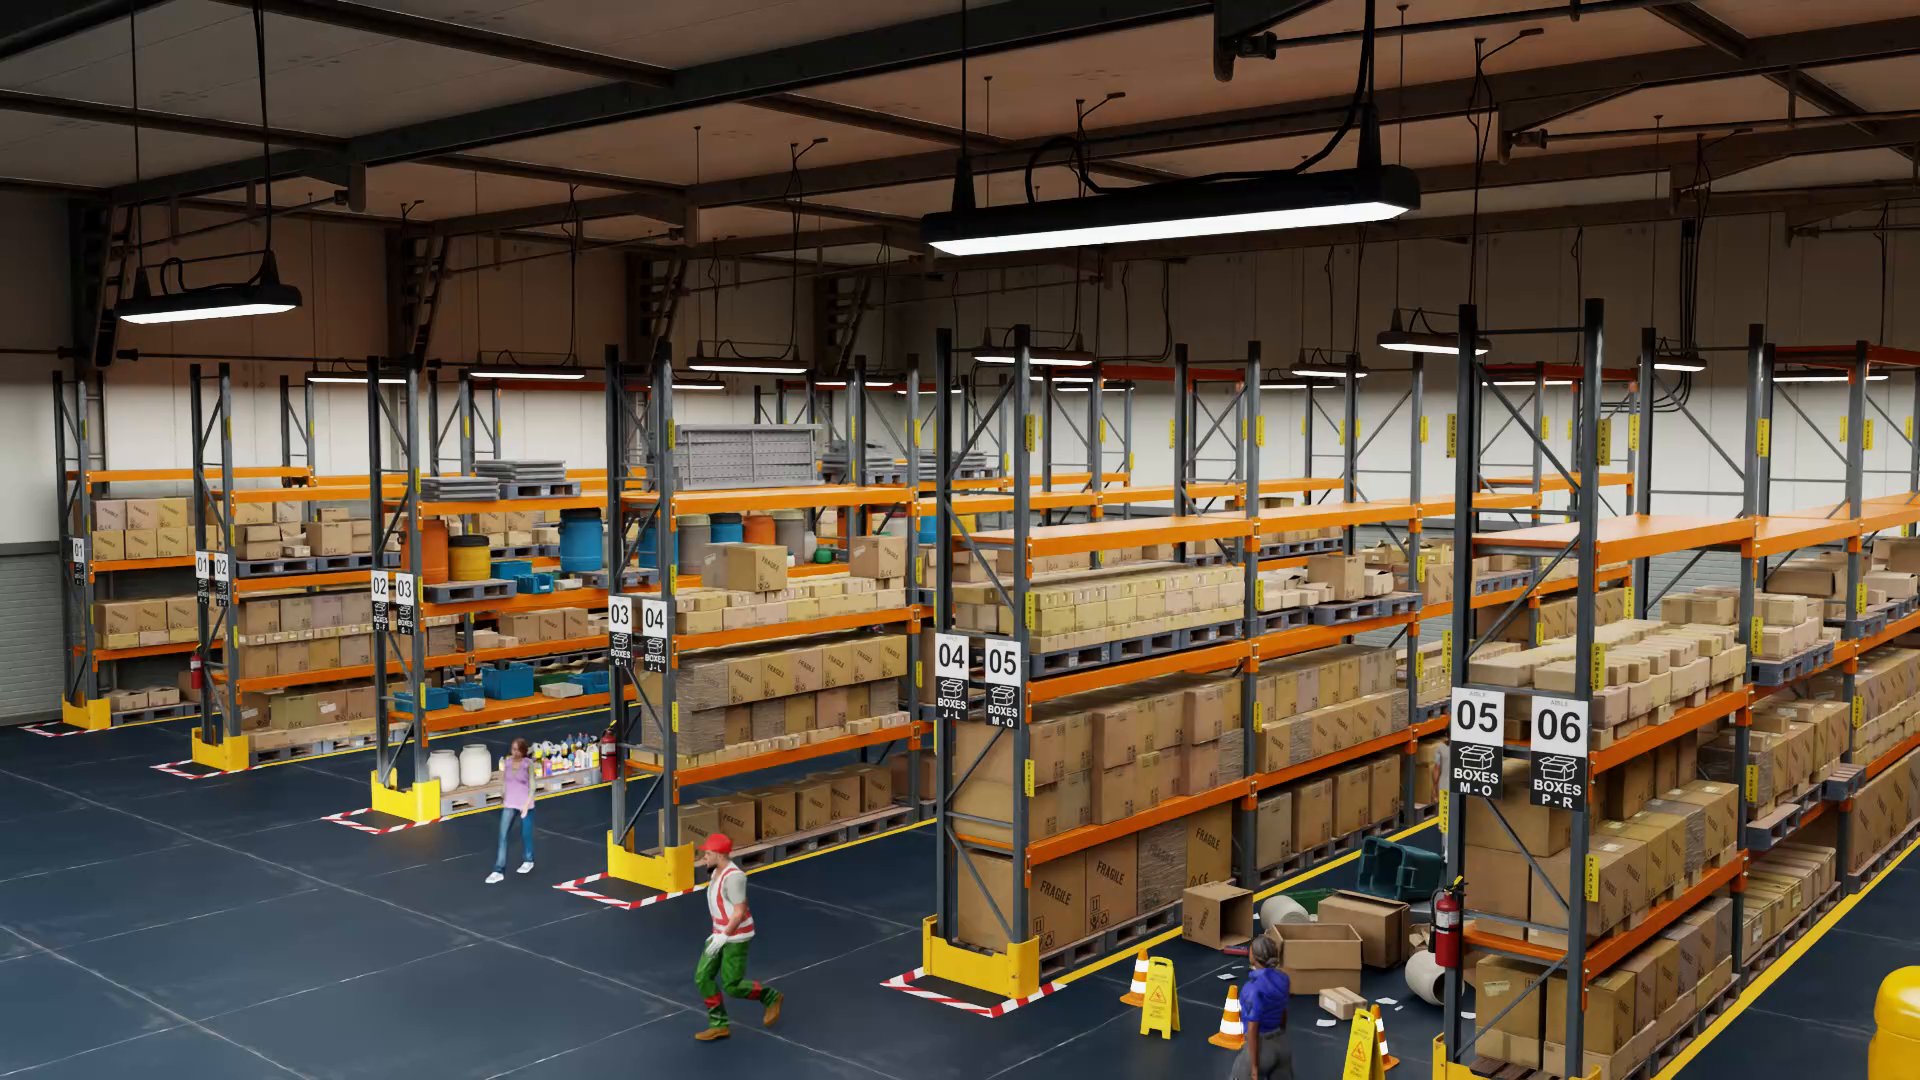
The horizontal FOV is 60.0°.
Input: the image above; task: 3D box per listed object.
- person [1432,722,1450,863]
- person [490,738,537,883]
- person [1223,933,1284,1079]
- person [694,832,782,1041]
[{"bbox_3d":[5.740,2.939,19.342,0.474,1.671,0.495,3,5,35],"label":"person"},{"bbox_3d":[-4.994,3.021,18.690,0.468,1.571,0.783,0,4,-5],"label":"person"},{"bbox_3d":[2.083,3.514,11.436,0.866,1.619,0.443,4,6,44],"label":"person"},{"bbox_3d":[-1.908,3.302,14.038,0.775,1.712,0.588,-2,5,-30],"label":"person"}]
